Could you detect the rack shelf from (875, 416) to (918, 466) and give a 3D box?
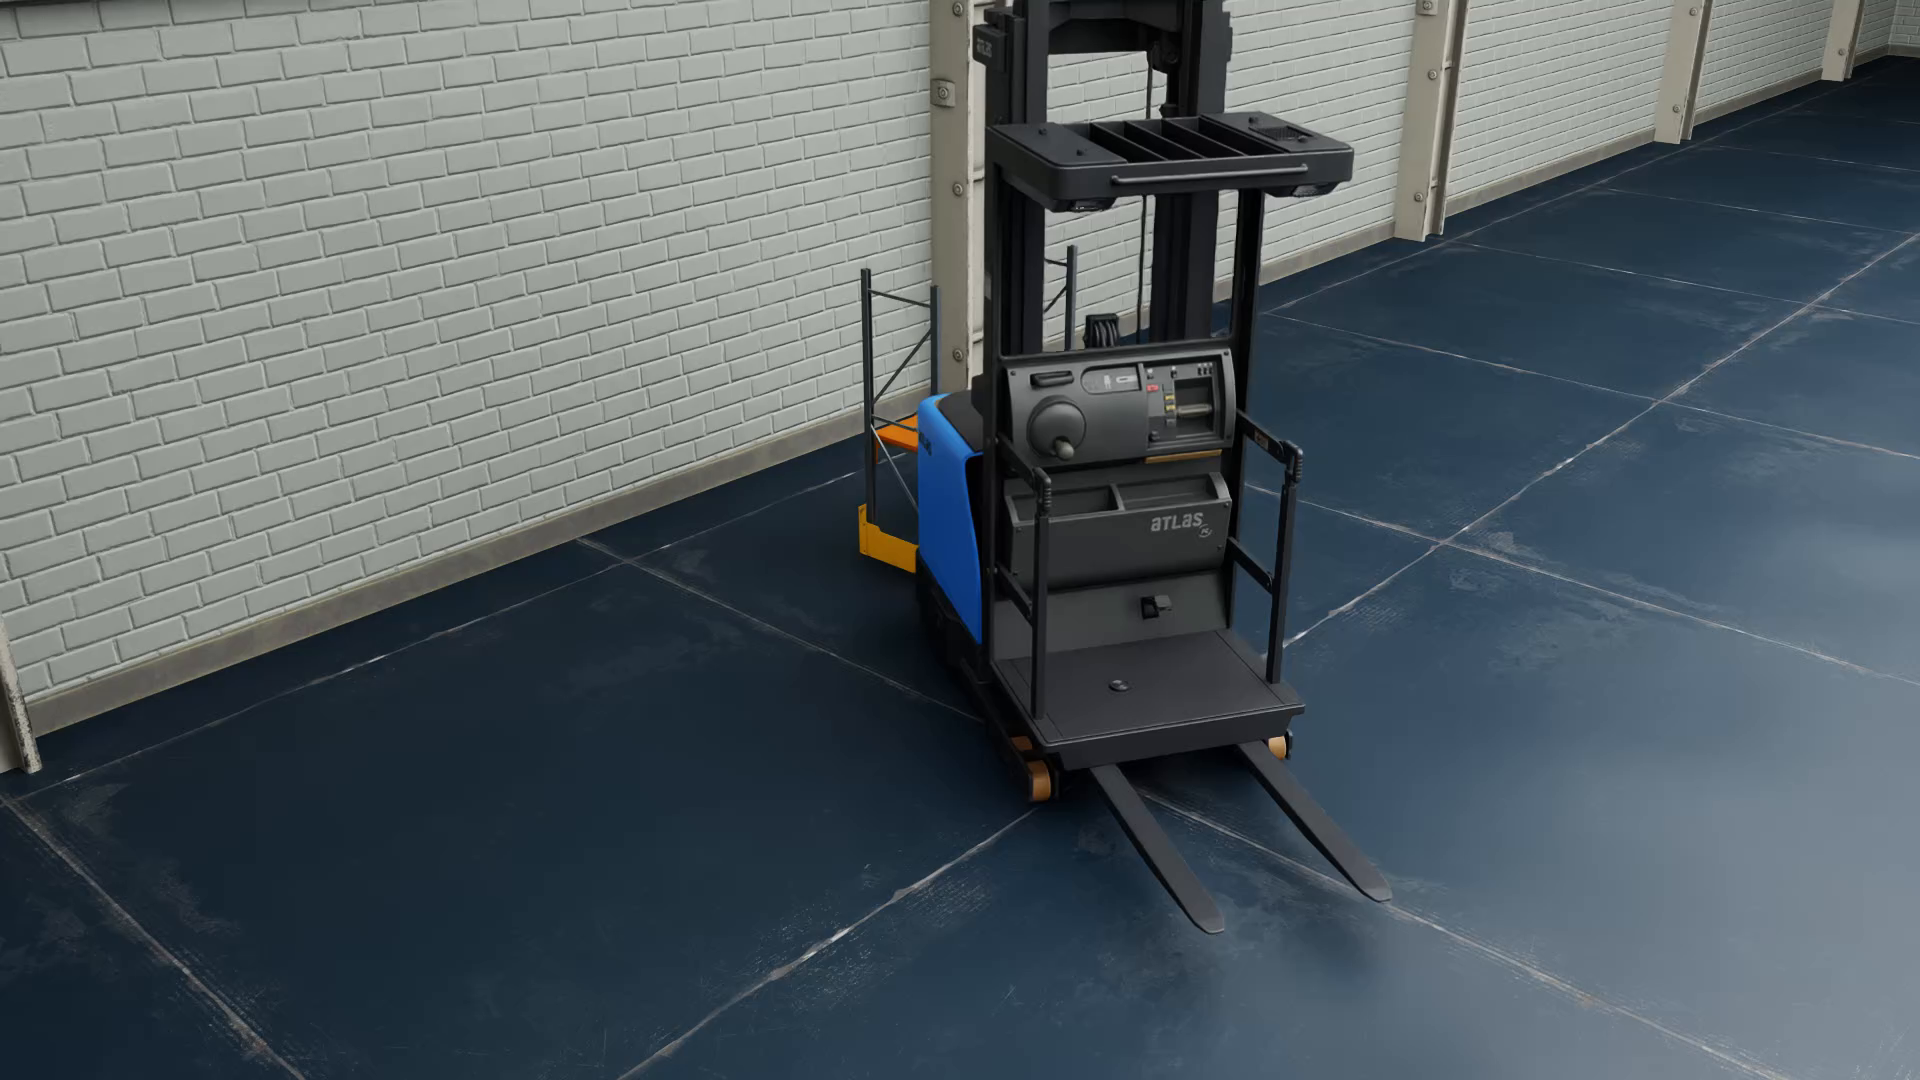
[{"bbox_3d":[0.057,-0.546,8.575,0.538,0.185,1.000,20,31,38],"label":"rack shelf"}]

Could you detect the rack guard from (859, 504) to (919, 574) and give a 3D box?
[{"bbox_3d":[-0.282,0.014,8.412,0.587,0.250,0.087,20,31,38],"label":"rack guard"}]

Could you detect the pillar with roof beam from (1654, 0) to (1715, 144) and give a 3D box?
[{"bbox_3d":[11.279,-7.476,14.425,9.100,9.000,0.400,20,31,38],"label":"pillar with roof beam"}]

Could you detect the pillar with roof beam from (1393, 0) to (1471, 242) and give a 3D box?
[{"bbox_3d":[7.274,-5.648,10.348,9.100,9.000,0.400,20,31,38],"label":"pillar with roof beam"}]

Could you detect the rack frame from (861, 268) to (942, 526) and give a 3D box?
[{"bbox_3d":[-0.282,-0.555,8.156,0.500,1.500,0.032,20,31,38],"label":"rack frame"}]

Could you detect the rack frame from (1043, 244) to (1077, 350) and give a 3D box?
[{"bbox_3d":[0.396,-0.865,8.847,0.500,1.500,0.032,20,31,38],"label":"rack frame"}]

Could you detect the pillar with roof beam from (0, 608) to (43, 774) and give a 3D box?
[{"bbox_3d":[-0.735,-1.992,2.194,9.100,9.000,0.400,20,31,38],"label":"pillar with roof beam"}]

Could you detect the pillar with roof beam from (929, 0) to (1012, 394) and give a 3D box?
[{"bbox_3d":[3.270,-3.820,6.271,9.100,9.000,0.400,20,31,38],"label":"pillar with roof beam"}]

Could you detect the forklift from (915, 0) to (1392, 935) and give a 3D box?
[{"bbox_3d":[0.695,-0.495,6.272,1.130,2.935,3.031,-7,25,-15],"label":"forklift"}]

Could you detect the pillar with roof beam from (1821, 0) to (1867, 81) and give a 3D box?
[{"bbox_3d":[15.283,-9.304,18.502,9.100,9.000,0.400,20,31,38],"label":"pillar with roof beam"}]

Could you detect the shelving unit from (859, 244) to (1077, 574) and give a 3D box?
[{"bbox_3d":[0.051,-0.708,8.495,0.587,1.500,1.083,20,31,38],"label":"shelving unit"}]
